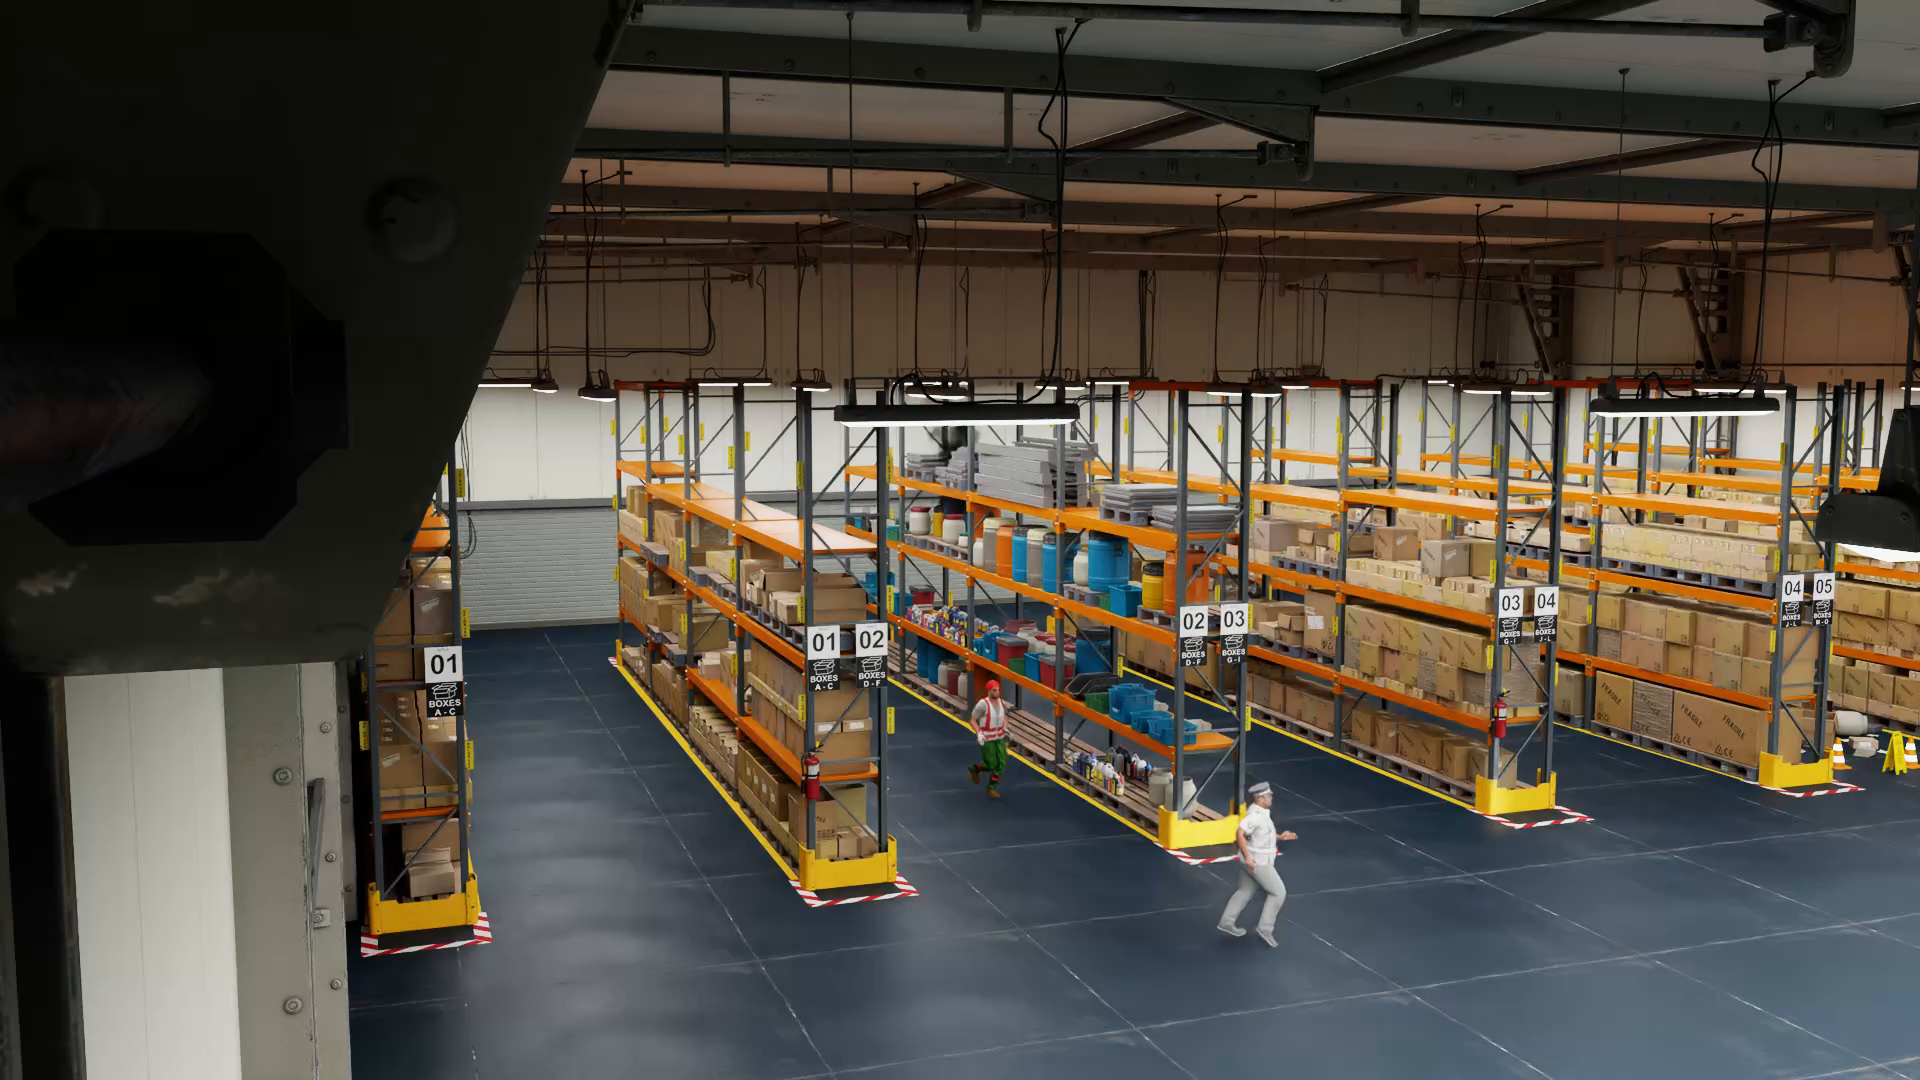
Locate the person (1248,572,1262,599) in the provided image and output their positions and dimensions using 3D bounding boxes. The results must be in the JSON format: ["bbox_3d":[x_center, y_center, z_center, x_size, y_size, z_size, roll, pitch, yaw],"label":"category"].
[{"bbox_3d":[6.490,1.561,37.116,0.672,1.718,0.758,-1,6,-10],"label":"person"}]

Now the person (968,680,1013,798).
[{"bbox_3d":[0.422,2.897,24.422,0.645,1.736,0.636,-4,7,-35],"label":"person"}]

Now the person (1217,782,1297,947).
[{"bbox_3d":[3.269,3.545,18.176,0.831,1.839,0.628,0,6,1],"label":"person"}]
